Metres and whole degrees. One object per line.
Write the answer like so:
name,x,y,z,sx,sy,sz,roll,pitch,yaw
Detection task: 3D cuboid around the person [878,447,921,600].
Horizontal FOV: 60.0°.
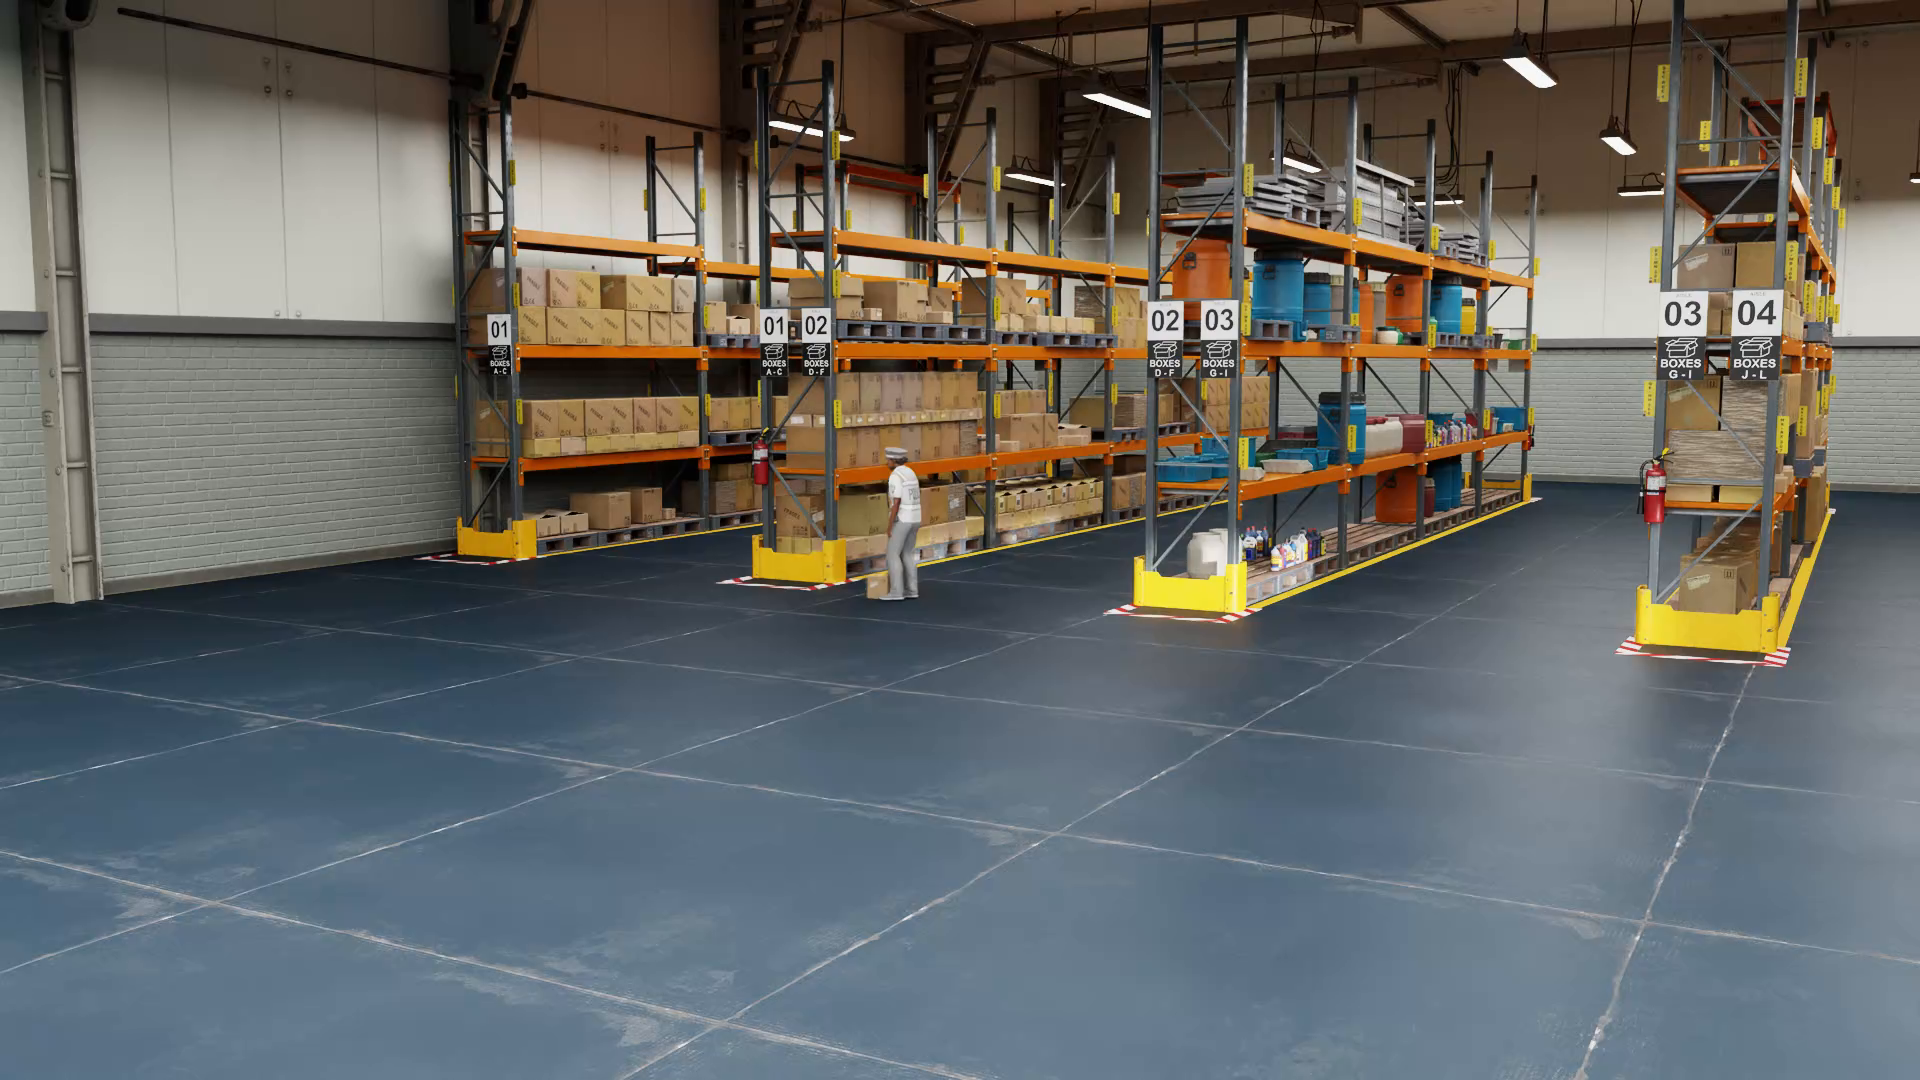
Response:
person,-0.645,-0.178,18.047,0.425,1.659,0.506,3,7,27
